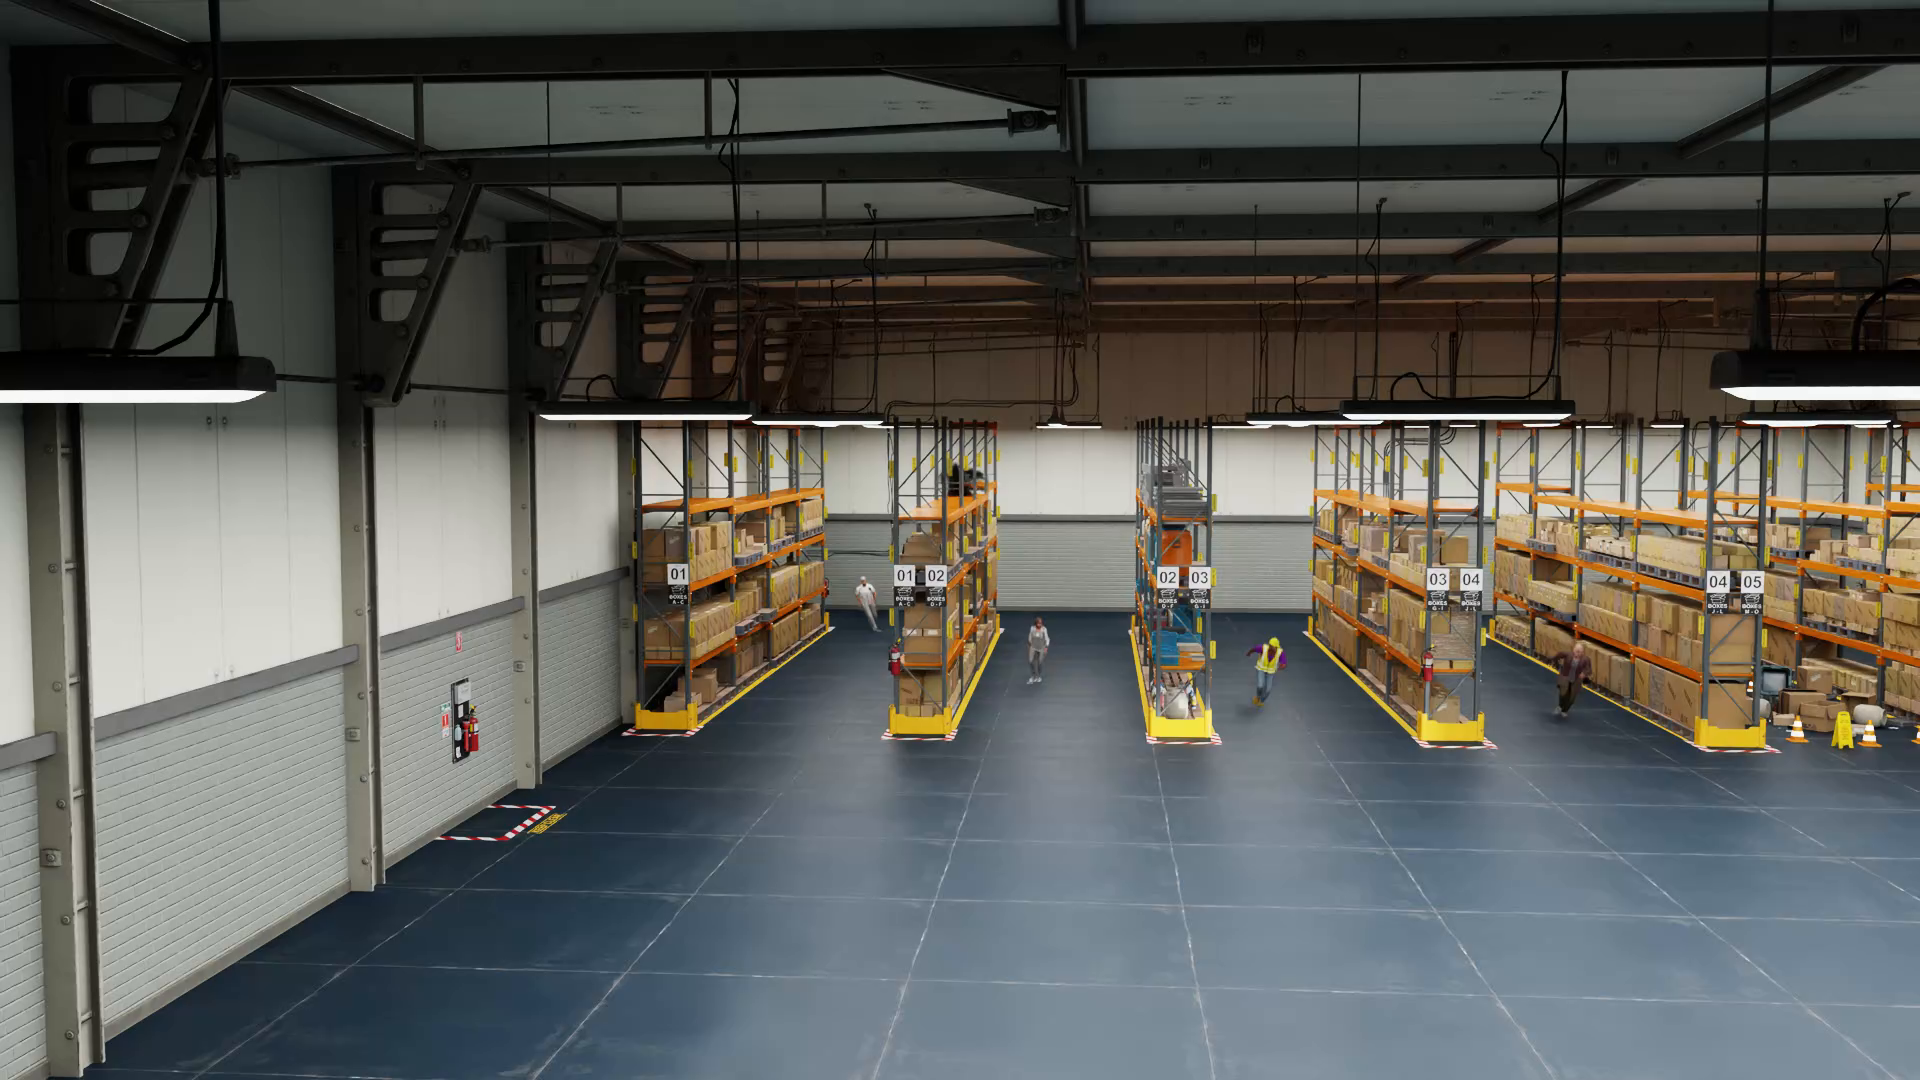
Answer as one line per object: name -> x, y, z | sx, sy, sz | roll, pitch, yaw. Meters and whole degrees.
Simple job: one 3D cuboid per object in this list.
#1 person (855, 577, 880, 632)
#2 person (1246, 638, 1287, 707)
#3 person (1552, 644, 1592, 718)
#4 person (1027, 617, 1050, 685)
person -> -2.674, 1.829, 47.671 | 0.677, 1.583, 0.727 | -1, 4, -16
person -> 6.314, 2.720, 34.162 | 0.733, 1.507, 1.011 | 0, 4, 0
person -> 12.119, 2.792, 32.910 | 0.681, 1.542, 1.072 | 1, 4, 11
person -> 1.784, 2.499, 37.727 | 0.526, 1.530, 0.739 | 0, 4, 8
